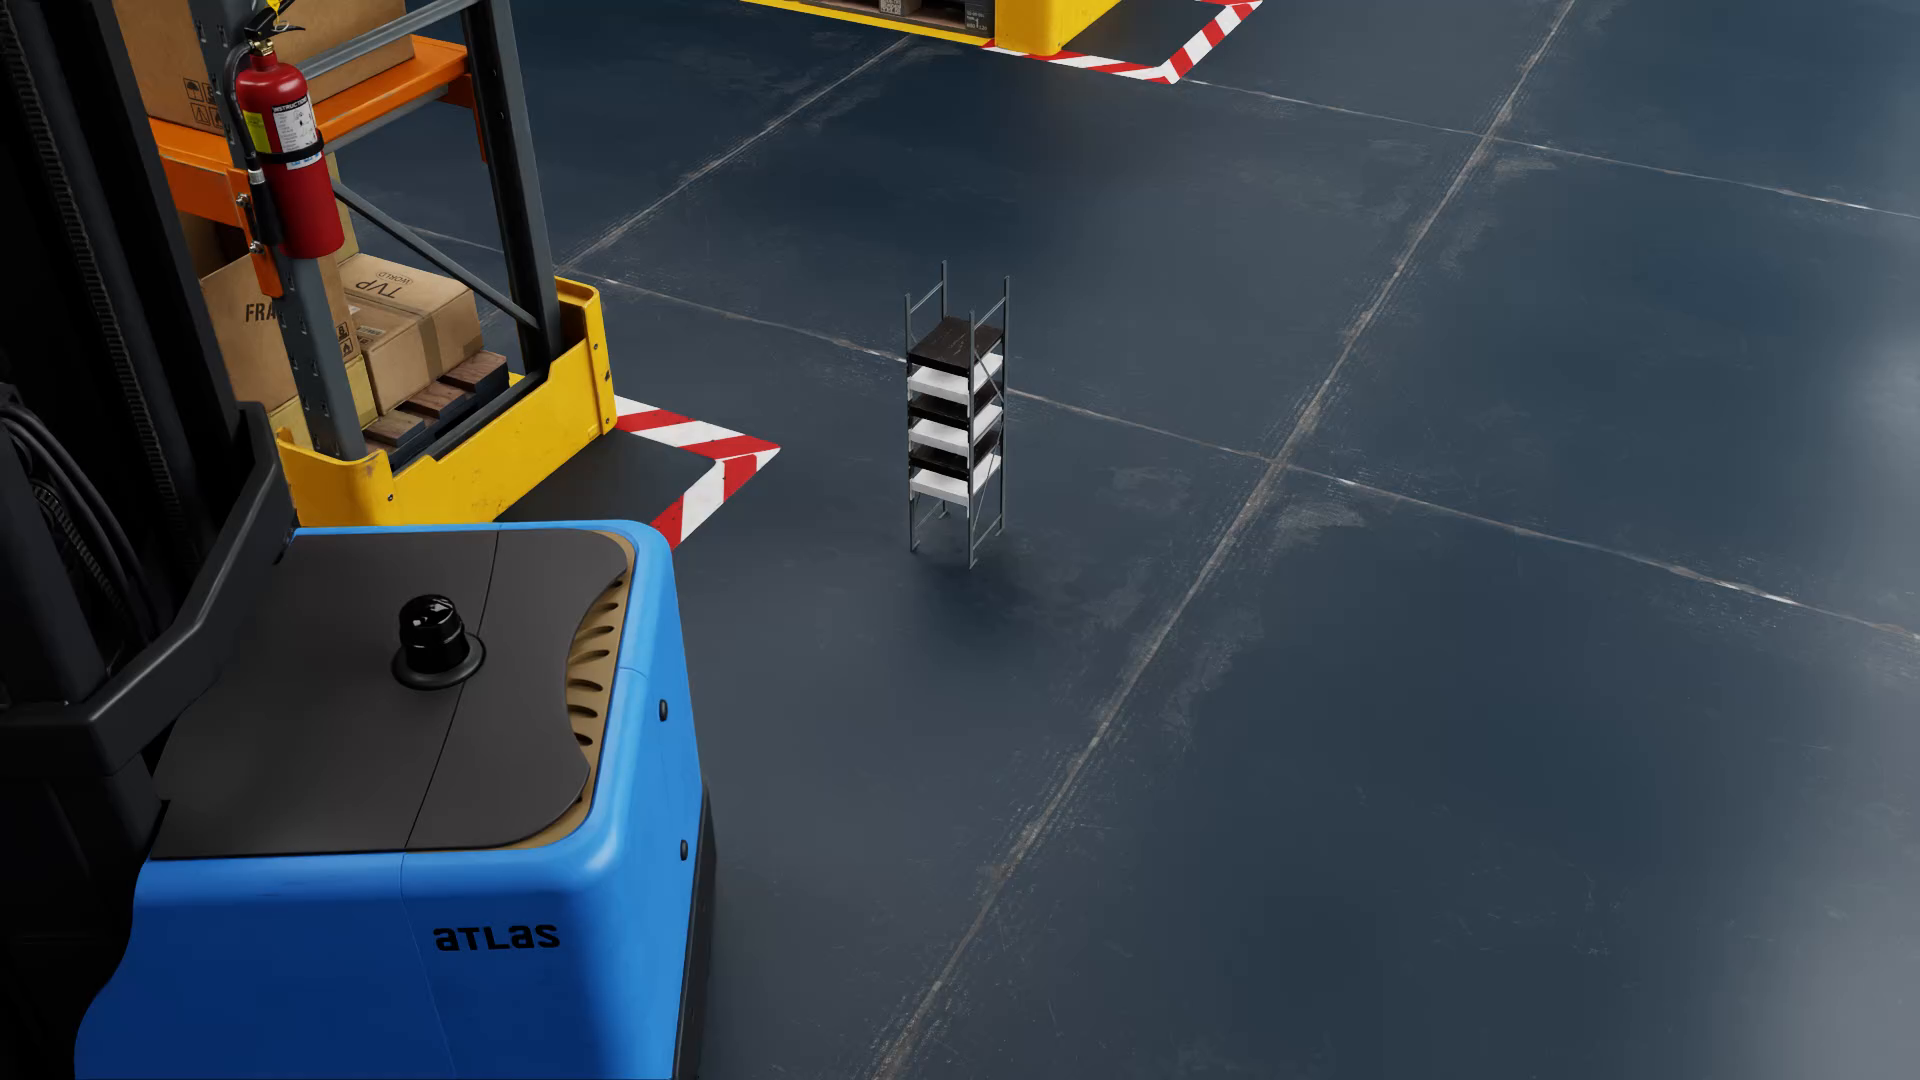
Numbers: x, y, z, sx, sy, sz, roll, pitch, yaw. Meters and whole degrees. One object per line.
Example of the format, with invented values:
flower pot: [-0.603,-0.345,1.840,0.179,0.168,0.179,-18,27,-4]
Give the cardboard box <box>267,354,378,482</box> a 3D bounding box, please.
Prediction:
cardboard box: [-2.226,-0.426,5.258,0.500,0.250,0.500,17,41,21]

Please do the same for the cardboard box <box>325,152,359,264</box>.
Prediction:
cardboard box: [-2.432,-1.141,5.579,0.500,0.500,0.500,17,41,21]

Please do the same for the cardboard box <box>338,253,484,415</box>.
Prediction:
cardboard box: [-1.987,-0.704,5.624,0.500,0.250,0.500,17,41,21]

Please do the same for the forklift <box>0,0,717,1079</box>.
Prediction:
forklift: [-2.094,-0.031,2.867,3.031,2.935,1.130,-2,37,-2]

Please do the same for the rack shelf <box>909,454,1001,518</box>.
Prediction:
rack shelf: [-0.007,-0.191,5.110,0.200,0.077,0.258,17,41,21]

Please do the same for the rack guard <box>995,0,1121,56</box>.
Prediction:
rack guard: [0.579,-3.022,8.818,0.348,0.500,1.175,17,41,21]

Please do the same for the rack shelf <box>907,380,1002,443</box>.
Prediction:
rack shelf: [-0.007,-0.406,4.947,0.200,0.077,0.258,17,41,21]

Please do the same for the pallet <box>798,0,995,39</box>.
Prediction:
pallet: [-0.140,-3.136,9.207,1.213,0.211,1.003,17,41,21]

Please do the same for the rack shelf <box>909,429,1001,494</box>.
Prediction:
rack shelf: [-0.007,-0.262,5.055,0.200,0.077,0.258,17,41,21]

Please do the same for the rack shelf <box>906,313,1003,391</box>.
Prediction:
rack shelf: [-0.007,-0.549,4.838,0.200,0.077,0.258,17,41,21]

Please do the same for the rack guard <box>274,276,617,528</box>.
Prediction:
rack guard: [-1.592,-0.362,5.313,0.348,0.500,1.175,17,41,21]

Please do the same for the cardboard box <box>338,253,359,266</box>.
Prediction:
cardboard box: [-2.433,-0.841,5.805,0.500,0.250,0.500,17,41,21]

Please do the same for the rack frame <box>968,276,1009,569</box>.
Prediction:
rack frame: [0.083,-0.332,4.944,0.006,0.900,0.240,17,41,21]

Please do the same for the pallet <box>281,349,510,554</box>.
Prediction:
pallet: [-2.312,-0.443,5.659,1.213,0.211,1.003,17,41,21]

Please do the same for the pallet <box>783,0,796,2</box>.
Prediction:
pallet: [-1.220,-3.476,9.655,1.213,0.211,1.003,17,41,21]

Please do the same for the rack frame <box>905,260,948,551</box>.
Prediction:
rack frame: [-0.097,-0.389,5.018,0.006,0.900,0.240,17,41,21]

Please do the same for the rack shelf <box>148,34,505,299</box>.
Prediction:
rack shelf: [-3.389,-1.633,5.516,4.000,0.370,1.077,17,41,21]

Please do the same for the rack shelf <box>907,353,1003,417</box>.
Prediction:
rack shelf: [-0.007,-0.478,4.892,0.200,0.077,0.258,17,41,21]

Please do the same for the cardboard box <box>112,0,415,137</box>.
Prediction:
cardboard box: [-2.022,-1.540,4.716,0.500,0.500,0.700,17,41,22]

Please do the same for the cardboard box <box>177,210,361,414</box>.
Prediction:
cardboard box: [-2.227,-0.724,5.029,0.500,0.500,0.500,17,41,21]

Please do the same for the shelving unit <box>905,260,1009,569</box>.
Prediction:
shelving unit: [-0.007,-0.361,4.981,0.210,0.900,0.258,17,41,21]

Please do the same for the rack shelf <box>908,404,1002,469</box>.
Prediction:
rack shelf: [-0.007,-0.334,5.001,0.200,0.077,0.258,17,41,21]

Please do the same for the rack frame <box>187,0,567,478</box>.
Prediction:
rack frame: [-1.614,-1.364,4.566,0.127,3.000,1.000,17,41,21]

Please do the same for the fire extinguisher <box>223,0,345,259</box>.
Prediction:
fire extinguisher: [-1.722,-1.051,4.217,0.183,0.674,0.296,17,41,21]
